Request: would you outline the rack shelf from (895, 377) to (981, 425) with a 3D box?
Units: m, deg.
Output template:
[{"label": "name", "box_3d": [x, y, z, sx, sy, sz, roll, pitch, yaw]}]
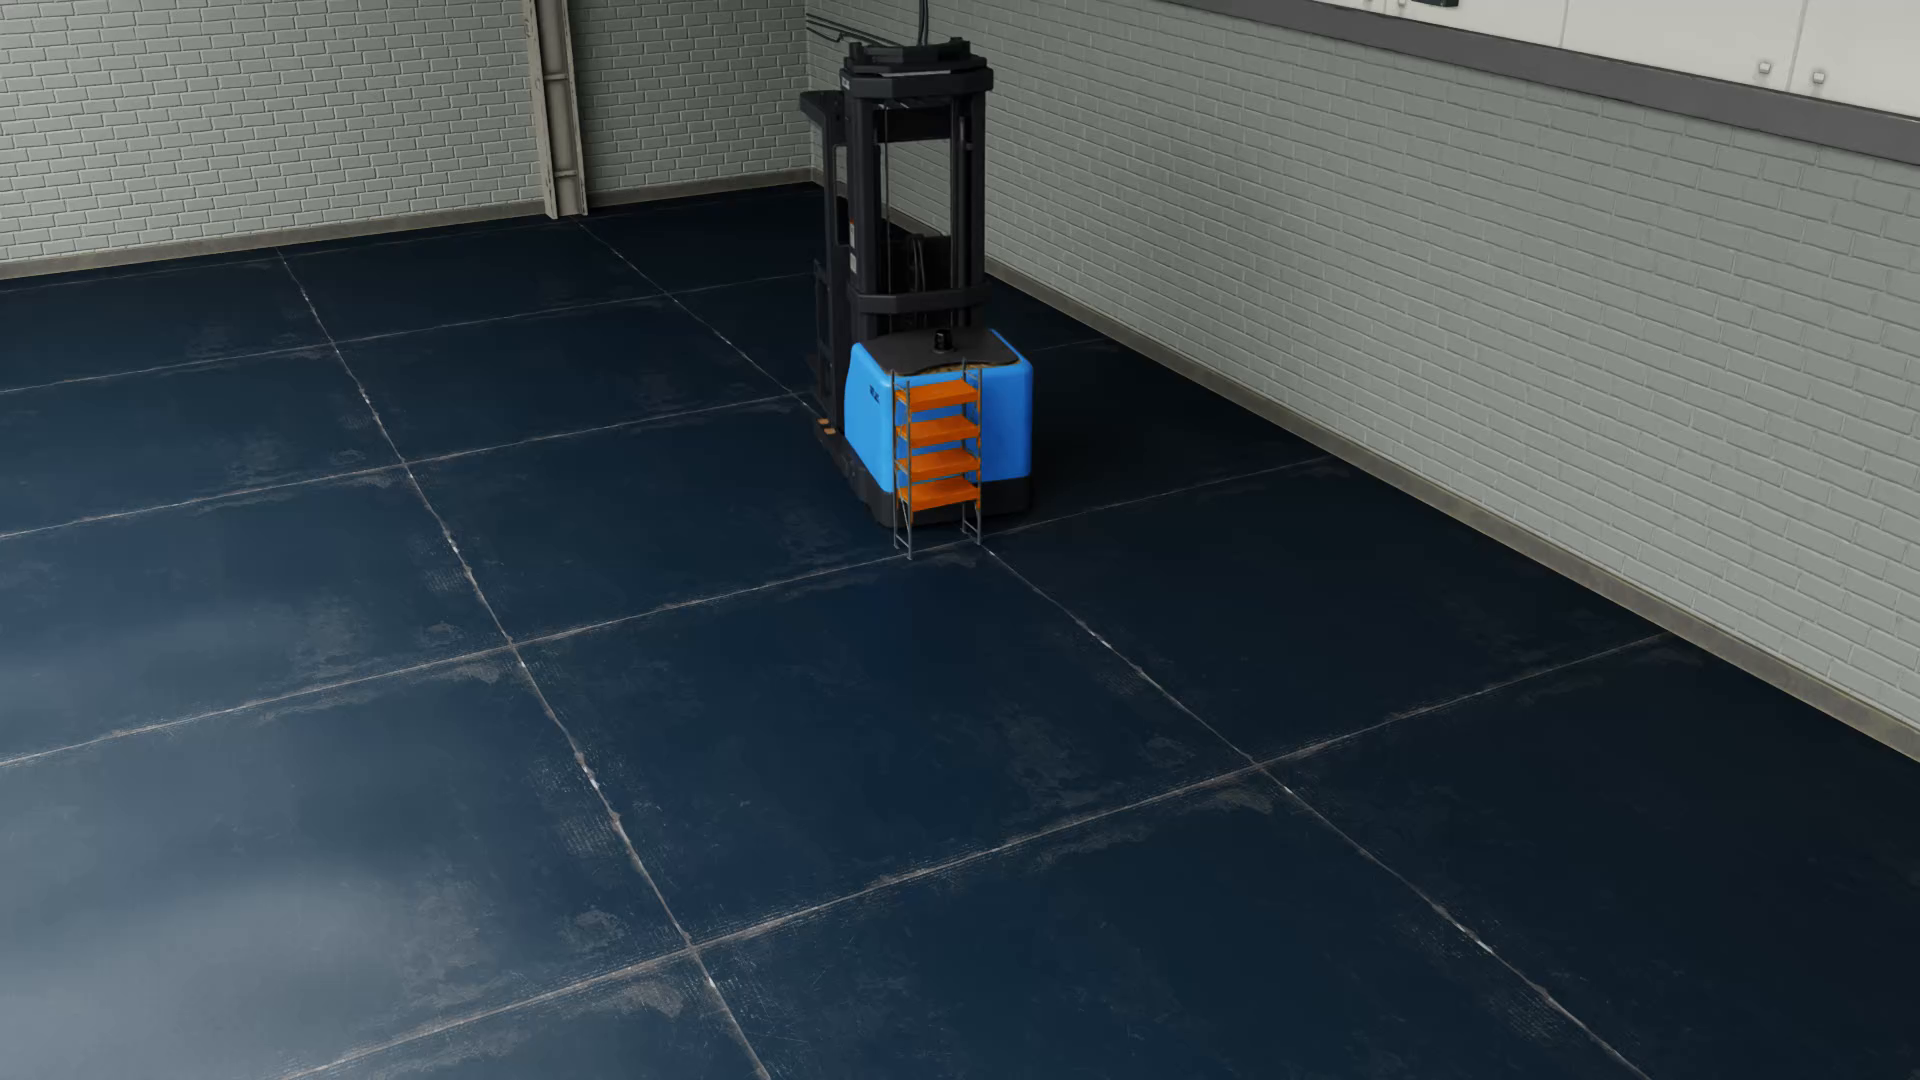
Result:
[{"label": "rack shelf", "box_3d": [-0.143, -0.859, 10.245, 0.480, 0.148, 0.258, -12, 28, -24]}]

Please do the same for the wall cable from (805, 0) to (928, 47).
[{"label": "wall cable", "box_3d": [-1.077, -6.320, 17.104, 0.112, 2.526, 3.097, -13, 29, -25]}]

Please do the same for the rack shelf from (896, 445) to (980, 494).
[{"label": "rack shelf", "box_3d": [-0.143, -0.444, 10.444, 0.480, 0.148, 0.258, -12, 28, -24]}]

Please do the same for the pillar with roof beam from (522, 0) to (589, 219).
[{"label": "pillar with roof beam", "box_3d": [-2.273, -5.980, 12.809, 0.400, 9.000, 9.100, -13, 29, -25]}]

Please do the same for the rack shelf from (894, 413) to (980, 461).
[{"label": "rack shelf", "box_3d": [-0.143, -0.646, 10.347, 0.480, 0.148, 0.258, -12, 28, -24]}]

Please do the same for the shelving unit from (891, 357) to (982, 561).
[{"label": "shelving unit", "box_3d": [-0.143, -0.505, 10.415, 0.503, 1.200, 0.258, -12, 28, -24]}]

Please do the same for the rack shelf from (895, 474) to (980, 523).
[{"label": "rack shelf", "box_3d": [-0.143, -0.265, 10.530, 0.480, 0.148, 0.258, -12, 28, -24]}]

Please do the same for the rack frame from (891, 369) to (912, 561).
[{"label": "rack frame", "box_3d": [-0.361, -0.457, 10.316, 0.015, 1.200, 0.240, -12, 28, -24]}]

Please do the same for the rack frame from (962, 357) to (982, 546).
[{"label": "rack frame", "box_3d": [0.075, -0.552, 10.514, 0.015, 1.200, 0.240, -12, 28, -24]}]

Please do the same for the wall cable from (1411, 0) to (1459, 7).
[{"label": "wall cable", "box_3d": [3.376, -5.624, 8.137, 0.169, 6.003, 2.305, -13, 29, -25]}]

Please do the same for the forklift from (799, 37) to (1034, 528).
[{"label": "forklift", "box_3d": [-0.449, -2.015, 11.560, 1.130, 2.935, 3.031, -8, 27, -16]}]
